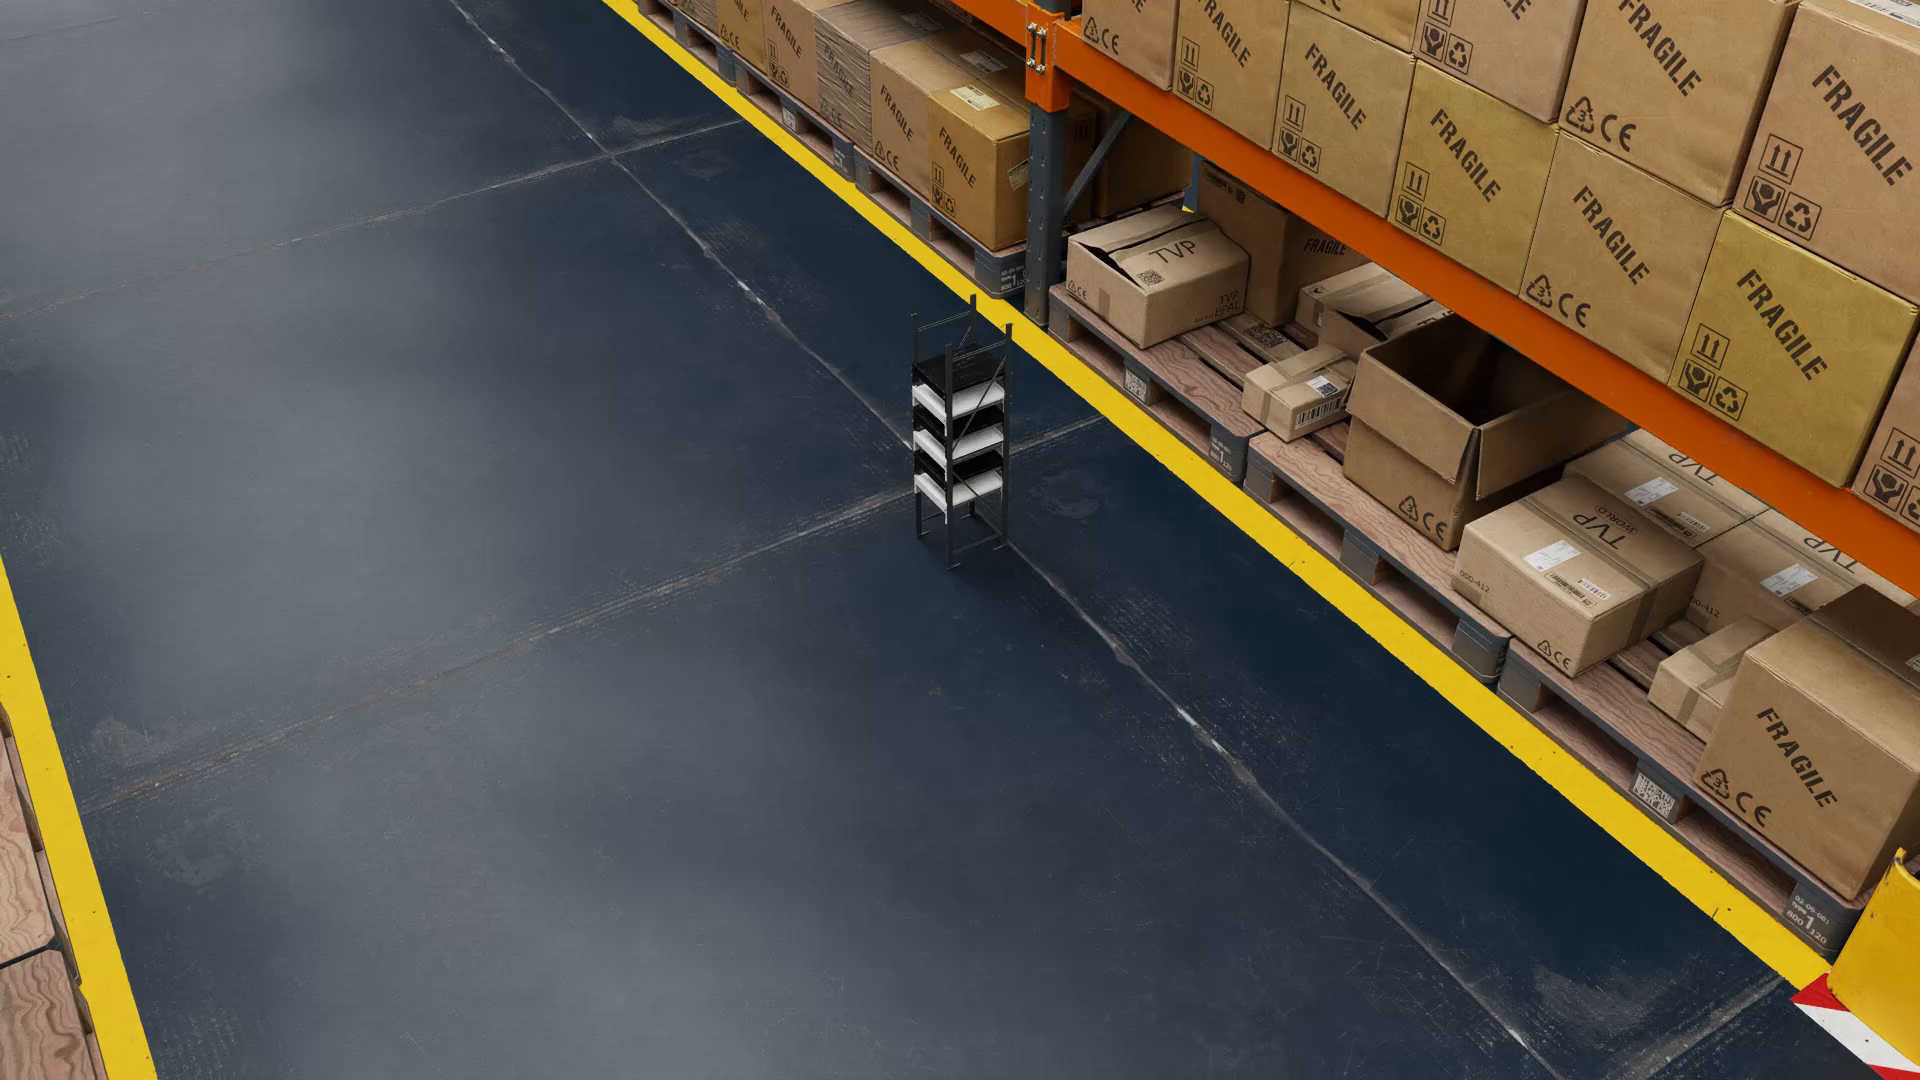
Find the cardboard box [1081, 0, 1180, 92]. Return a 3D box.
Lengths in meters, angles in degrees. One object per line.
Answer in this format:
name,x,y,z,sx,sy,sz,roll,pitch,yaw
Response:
cardboard box,0.761,-1.887,5.594,0.500,0.500,0.500,-21,44,-23

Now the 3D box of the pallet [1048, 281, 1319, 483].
pallet,1.086,-0.775,6.516,1.003,0.211,1.213,-22,45,-24

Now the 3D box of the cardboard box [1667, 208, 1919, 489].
cardboard box,2.116,-0.524,3.958,0.500,0.500,0.500,-22,45,-24

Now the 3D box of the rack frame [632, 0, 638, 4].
rack frame,-1.434,-4.377,8.659,1.000,3.000,0.127,-22,45,-24

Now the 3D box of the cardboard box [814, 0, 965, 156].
cardboard box,-0.318,-2.135,7.578,0.500,0.500,0.500,-22,44,-24

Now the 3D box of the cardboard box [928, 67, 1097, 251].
cardboard box,0.210,-1.594,6.929,0.500,0.500,0.500,-22,45,-25

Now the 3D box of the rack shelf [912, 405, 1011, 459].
rack shelf,0.004,-0.385,5.420,0.258,0.077,0.200,-22,45,-24

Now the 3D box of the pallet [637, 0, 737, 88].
pallet,-1.064,-2.890,9.053,1.003,0.211,1.213,-22,45,-24

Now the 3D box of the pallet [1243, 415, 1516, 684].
pallet,1.746,-0.116,5.725,1.003,0.211,1.213,-22,45,-24

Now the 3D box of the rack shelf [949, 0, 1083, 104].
rack shelf,-0.358,-3.021,7.594,1.077,0.370,4.000,-22,45,-24

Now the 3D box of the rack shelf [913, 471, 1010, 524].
rack shelf,0.004,-0.177,5.593,0.258,0.077,0.200,-22,45,-24

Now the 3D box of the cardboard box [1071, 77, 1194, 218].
cardboard box,0.662,-1.772,7.142,0.500,0.500,0.500,-24,46,-26

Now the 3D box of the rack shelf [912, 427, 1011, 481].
rack shelf,0.004,-0.316,5.478,0.258,0.077,0.200,-22,45,-24

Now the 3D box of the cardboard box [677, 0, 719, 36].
cardboard box,-1.144,-2.961,8.569,0.500,0.500,0.500,-24,45,-26

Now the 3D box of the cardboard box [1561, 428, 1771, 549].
cardboard box,2.277,-0.102,5.334,0.500,0.250,0.500,-22,45,-24

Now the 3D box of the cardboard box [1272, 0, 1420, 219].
cardboard box,1.306,-1.341,4.938,0.500,0.500,0.500,-22,45,-25

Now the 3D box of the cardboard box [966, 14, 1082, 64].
cardboard box,0.366,-2.056,7.483,0.500,0.500,0.500,-22,44,-24

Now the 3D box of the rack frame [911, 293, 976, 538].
rack frame,-0.050,-0.396,5.523,0.240,0.900,0.006,-22,45,-24

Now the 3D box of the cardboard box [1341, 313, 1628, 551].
cardboard box,1.732,-0.416,5.512,0.797,0.503,0.637,-22,45,-24

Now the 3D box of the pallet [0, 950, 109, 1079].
pallet,-2.373,1.599,3.666,1.003,0.211,1.213,-22,45,-24

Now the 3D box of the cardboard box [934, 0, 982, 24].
cardboard box,0.125,-2.599,7.549,0.500,0.250,0.500,-22,45,-24

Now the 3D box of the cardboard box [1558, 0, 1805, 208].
cardboard box,1.842,-1.178,3.961,0.500,0.500,0.500,-21,44,-23

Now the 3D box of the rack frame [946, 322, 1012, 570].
rack frame,0.059,-0.286,5.391,0.240,0.900,0.006,-22,45,-24

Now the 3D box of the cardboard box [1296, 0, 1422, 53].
cardboard box,1.287,-1.733,4.628,0.500,0.500,0.500,-24,45,-26

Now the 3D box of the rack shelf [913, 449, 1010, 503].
rack shelf,0.004,-0.247,5.536,0.258,0.077,0.200,-22,45,-24

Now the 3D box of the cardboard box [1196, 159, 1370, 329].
cardboard box,1.263,-1.217,6.476,0.500,0.500,0.500,-22,45,-24

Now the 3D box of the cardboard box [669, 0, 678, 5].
cardboard box,-1.430,-3.241,8.906,0.500,0.500,0.500,-20,44,-23

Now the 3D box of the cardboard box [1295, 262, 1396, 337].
cardboard box,1.515,-0.900,6.370,0.380,0.149,0.250,-22,45,-24

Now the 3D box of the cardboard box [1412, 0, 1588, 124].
cardboard box,1.565,-1.455,4.294,0.500,0.500,0.500,-21,44,-23

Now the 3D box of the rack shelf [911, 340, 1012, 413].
rack shelf,0.004,-0.523,5.305,0.258,0.077,0.200,-22,45,-24

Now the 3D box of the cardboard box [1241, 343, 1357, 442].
cardboard box,1.234,-0.534,5.917,0.380,0.166,0.250,-22,45,-24

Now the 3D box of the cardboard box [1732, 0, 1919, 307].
cardboard box,2.124,-0.899,3.627,0.500,0.500,0.500,-21,44,-23

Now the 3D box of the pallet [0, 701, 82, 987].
pallet,-3.033,0.940,4.457,1.003,0.211,1.213,-22,45,-24

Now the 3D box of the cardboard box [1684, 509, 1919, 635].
cardboard box,2.546,0.167,5.010,0.500,0.250,0.500,-22,45,-24

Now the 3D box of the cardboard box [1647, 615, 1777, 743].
cardboard box,2.226,0.402,4.794,0.380,0.166,0.250,-22,45,-24

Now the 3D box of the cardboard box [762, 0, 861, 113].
cardboard box,-0.593,-2.408,7.906,0.500,0.500,0.500,-24,45,-26

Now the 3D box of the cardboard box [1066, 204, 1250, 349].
cardboard box,0.760,-1.053,6.427,0.500,0.311,0.500,-22,45,-24

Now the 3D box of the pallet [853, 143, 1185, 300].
pallet,0.248,-1.573,7.472,1.003,0.211,1.213,-22,45,-24

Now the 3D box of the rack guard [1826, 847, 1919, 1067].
rack guard,2.827,0.860,4.327,1.175,0.500,0.348,-22,45,-24

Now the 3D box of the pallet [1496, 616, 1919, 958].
pallet,2.398,0.542,4.935,1.003,0.211,1.213,-22,45,-24

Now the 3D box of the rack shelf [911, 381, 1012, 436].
rack shelf,0.004,-0.454,5.363,0.258,0.077,0.200,-22,45,-24

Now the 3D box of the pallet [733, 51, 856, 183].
pallet,-0.412,-2.232,8.263,1.003,0.211,1.213,-22,45,-24

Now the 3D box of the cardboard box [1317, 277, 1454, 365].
cardboard box,1.666,-0.739,6.051,0.500,0.311,0.500,-22,45,-24

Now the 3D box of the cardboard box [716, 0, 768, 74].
cardboard box,-0.878,-2.688,8.242,0.500,0.500,0.500,-23,45,-25

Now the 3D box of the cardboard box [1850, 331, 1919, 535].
cardboard box,2.398,-0.245,3.623,0.500,0.500,0.500,-21,44,-23

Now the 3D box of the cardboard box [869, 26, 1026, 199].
cardboard box,-0.049,-1.864,7.253,0.500,0.500,0.500,-22,45,-24

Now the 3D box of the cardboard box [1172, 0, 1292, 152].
cardboard box,1.039,-1.612,5.263,0.500,0.500,0.500,-21,44,-24

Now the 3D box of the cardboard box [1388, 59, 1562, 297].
cardboard box,1.581,-1.067,4.610,0.500,0.500,0.500,-23,45,-25

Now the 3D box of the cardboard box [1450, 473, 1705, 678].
cardboard box,1.882,0.097,5.095,0.500,0.250,0.500,-22,45,-24

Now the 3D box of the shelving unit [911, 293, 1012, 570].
shelving unit,0.004,-0.341,5.457,0.258,0.900,0.210,-22,45,-24

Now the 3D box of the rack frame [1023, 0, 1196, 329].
rack frame,0.717,-2.218,6.068,1.000,3.000,0.127,-22,45,-24

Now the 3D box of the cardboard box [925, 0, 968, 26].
cardboard box,0.104,-2.328,7.809,0.500,0.500,0.500,-22,44,-24

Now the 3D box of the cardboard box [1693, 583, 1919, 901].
cardboard box,2.368,0.524,4.387,0.500,0.500,0.500,-22,45,-24

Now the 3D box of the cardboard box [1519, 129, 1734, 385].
cardboard box,1.852,-0.795,4.283,0.500,0.500,0.500,-22,45,-24

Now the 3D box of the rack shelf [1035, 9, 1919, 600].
rack shelf,1.792,-0.862,5.003,1.077,0.370,4.000,-22,45,-24
